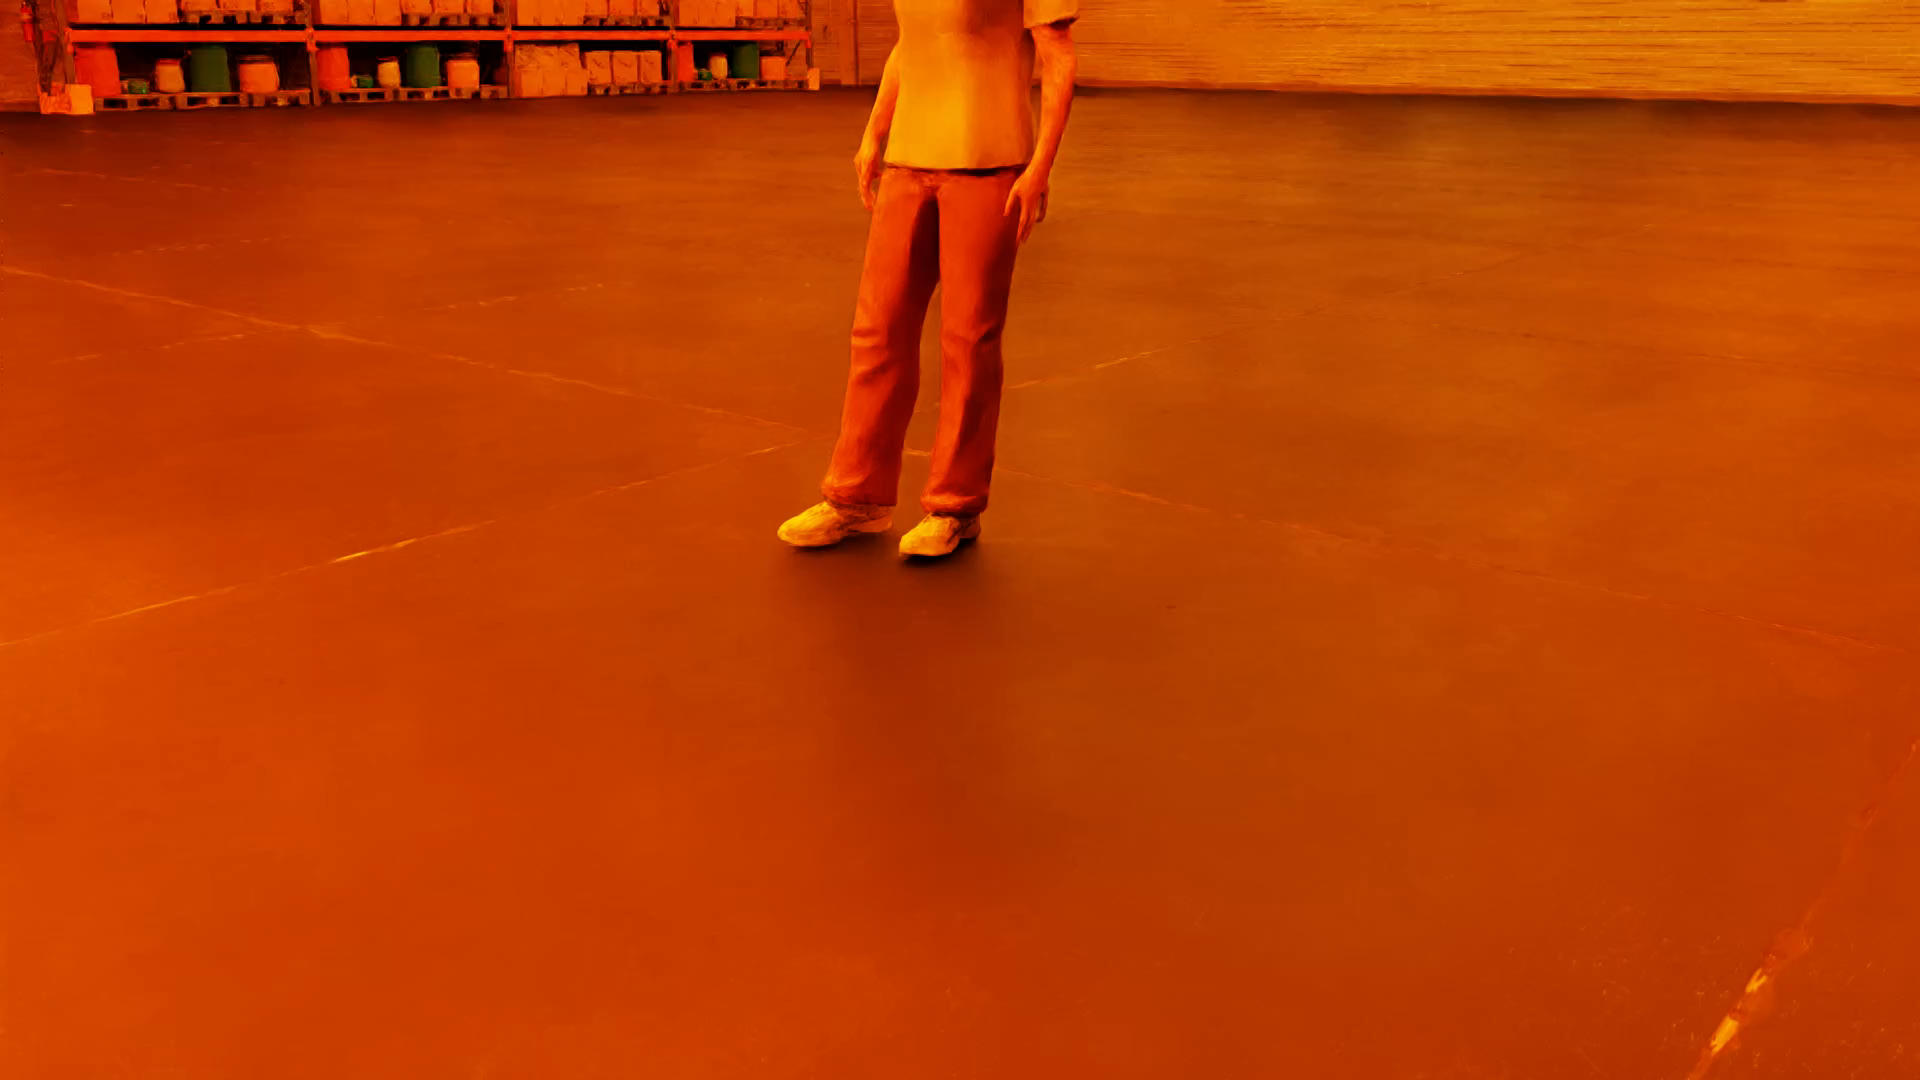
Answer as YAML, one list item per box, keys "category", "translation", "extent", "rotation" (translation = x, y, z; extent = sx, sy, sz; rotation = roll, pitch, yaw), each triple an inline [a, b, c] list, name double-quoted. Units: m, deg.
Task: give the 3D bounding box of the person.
- category: "person"
  translation: [-0.056, -0.794, 3.649]
  extent: [0.554, 1.674, 0.548]
  rotation: [13, 21, 37]
